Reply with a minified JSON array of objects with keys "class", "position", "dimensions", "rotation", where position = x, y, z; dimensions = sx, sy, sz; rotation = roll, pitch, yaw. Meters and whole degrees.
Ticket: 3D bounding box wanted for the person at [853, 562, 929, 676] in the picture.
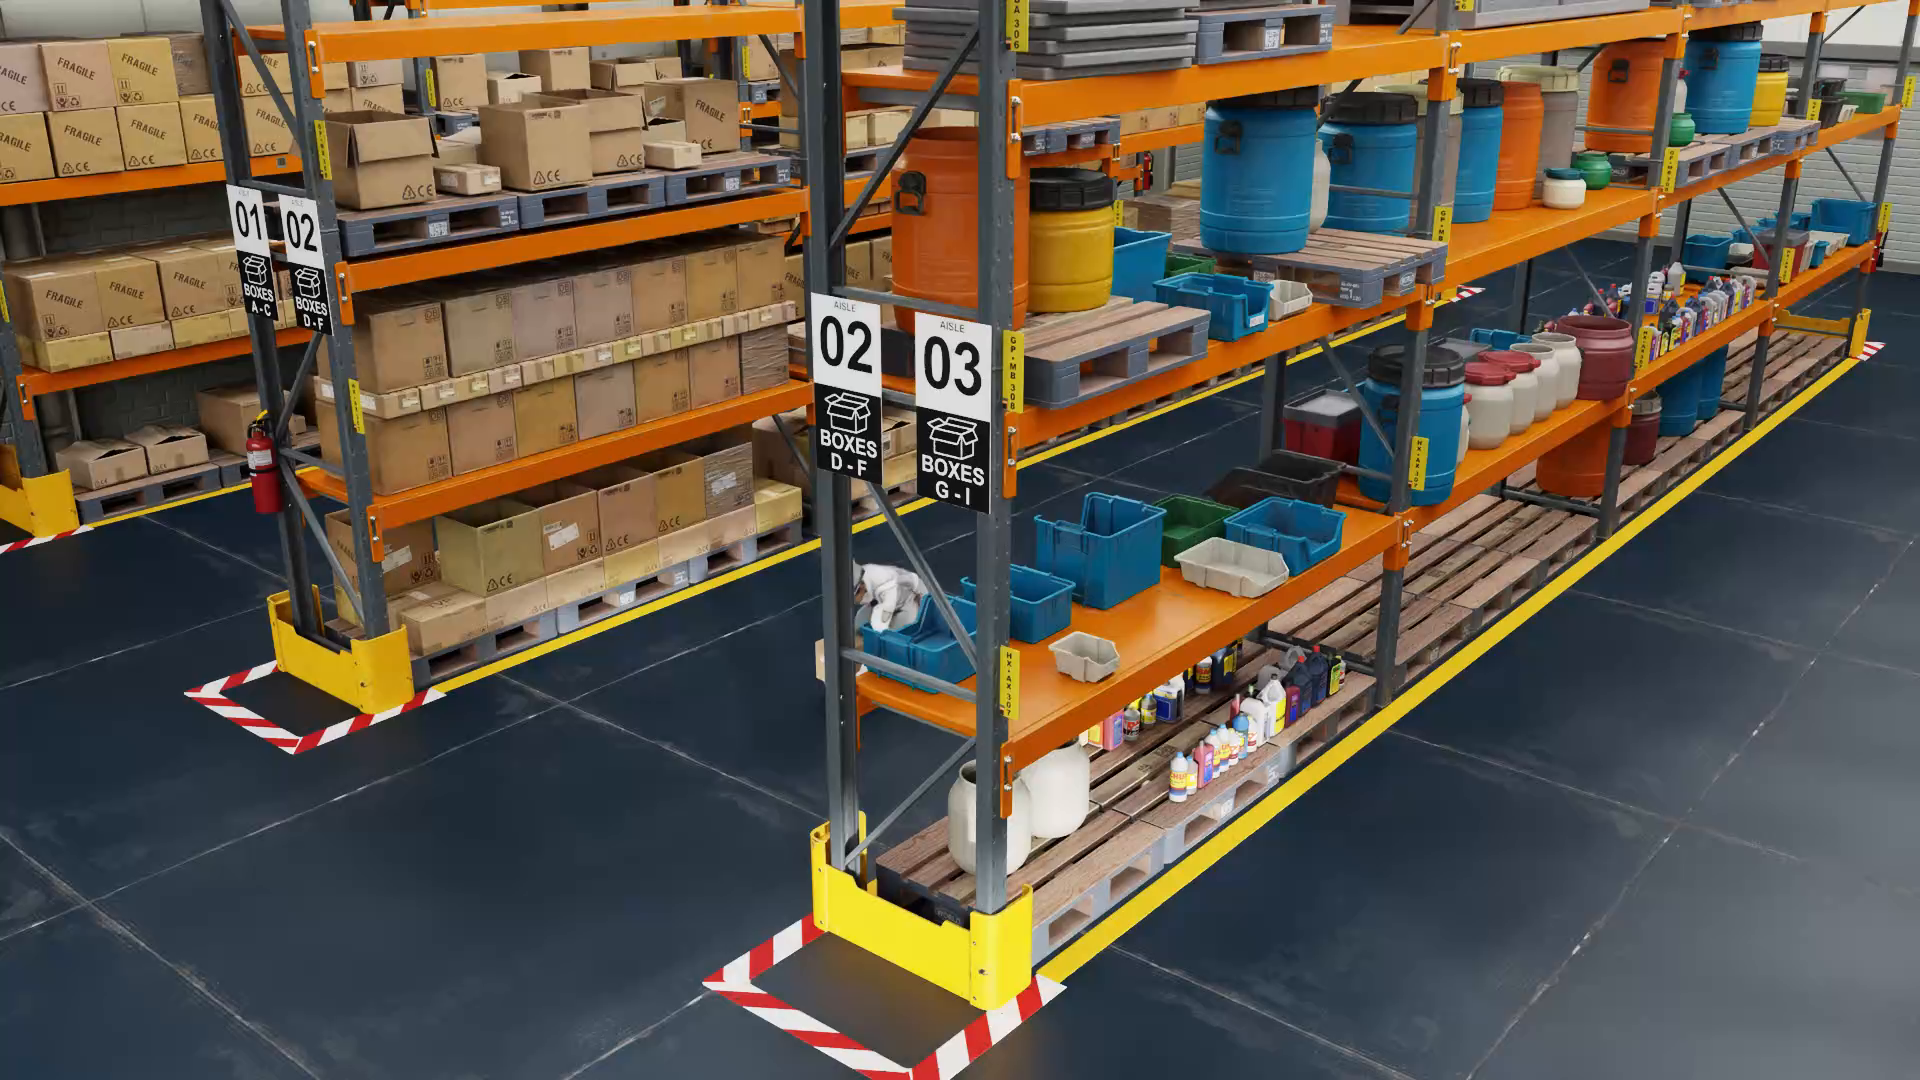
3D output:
[{"class":"person","position":[-0.539,0.517,10.672],"dimensions":[0.457,0.983,0.882],"rotation":[15,25,35]}]
